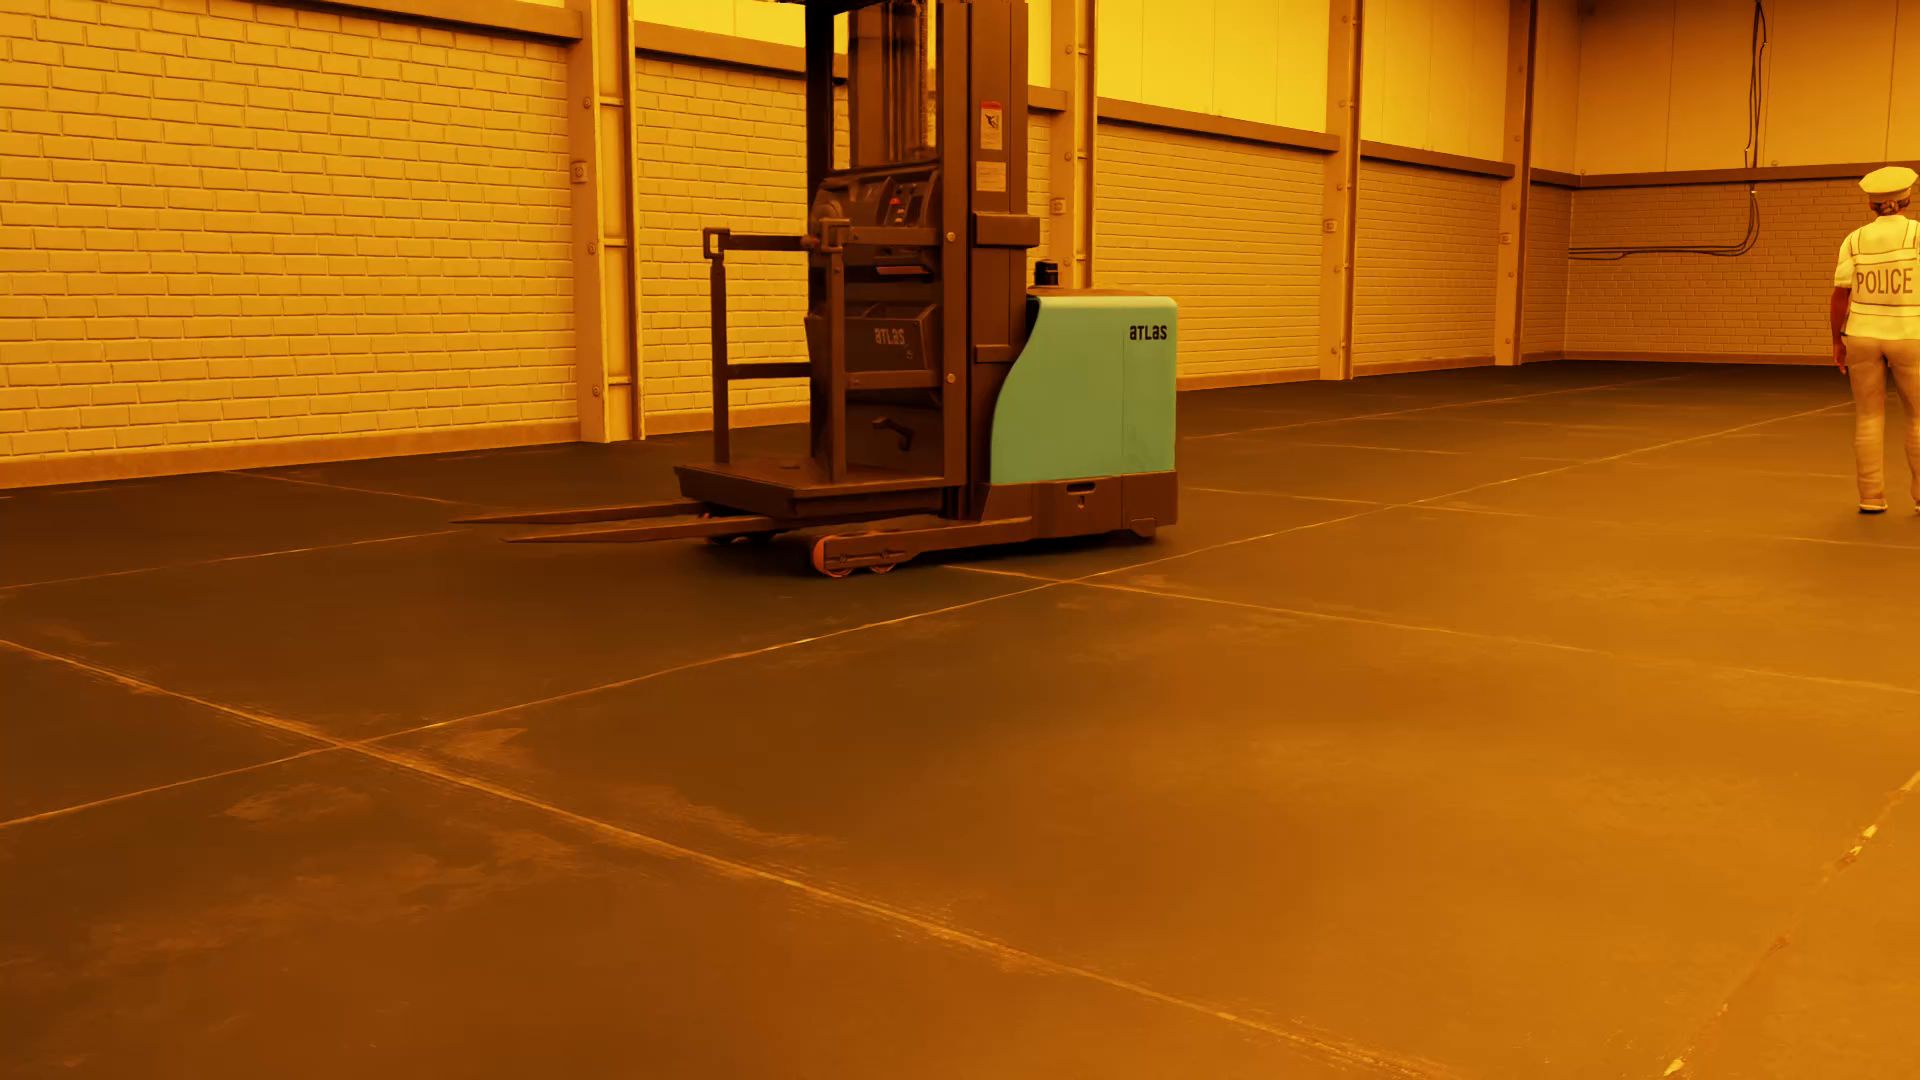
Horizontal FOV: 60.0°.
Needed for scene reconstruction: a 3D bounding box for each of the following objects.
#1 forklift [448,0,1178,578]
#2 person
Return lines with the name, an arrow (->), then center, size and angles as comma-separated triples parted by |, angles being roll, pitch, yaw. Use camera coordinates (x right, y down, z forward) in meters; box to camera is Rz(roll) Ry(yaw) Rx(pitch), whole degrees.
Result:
forklift -> -0.535, -1.391, 6.789 | 3.031, 2.935, 1.130 | -6, 10, -34
person -> 4.634, -0.984, 8.236 | 0.565, 1.698, 0.526 | 8, 11, 43
